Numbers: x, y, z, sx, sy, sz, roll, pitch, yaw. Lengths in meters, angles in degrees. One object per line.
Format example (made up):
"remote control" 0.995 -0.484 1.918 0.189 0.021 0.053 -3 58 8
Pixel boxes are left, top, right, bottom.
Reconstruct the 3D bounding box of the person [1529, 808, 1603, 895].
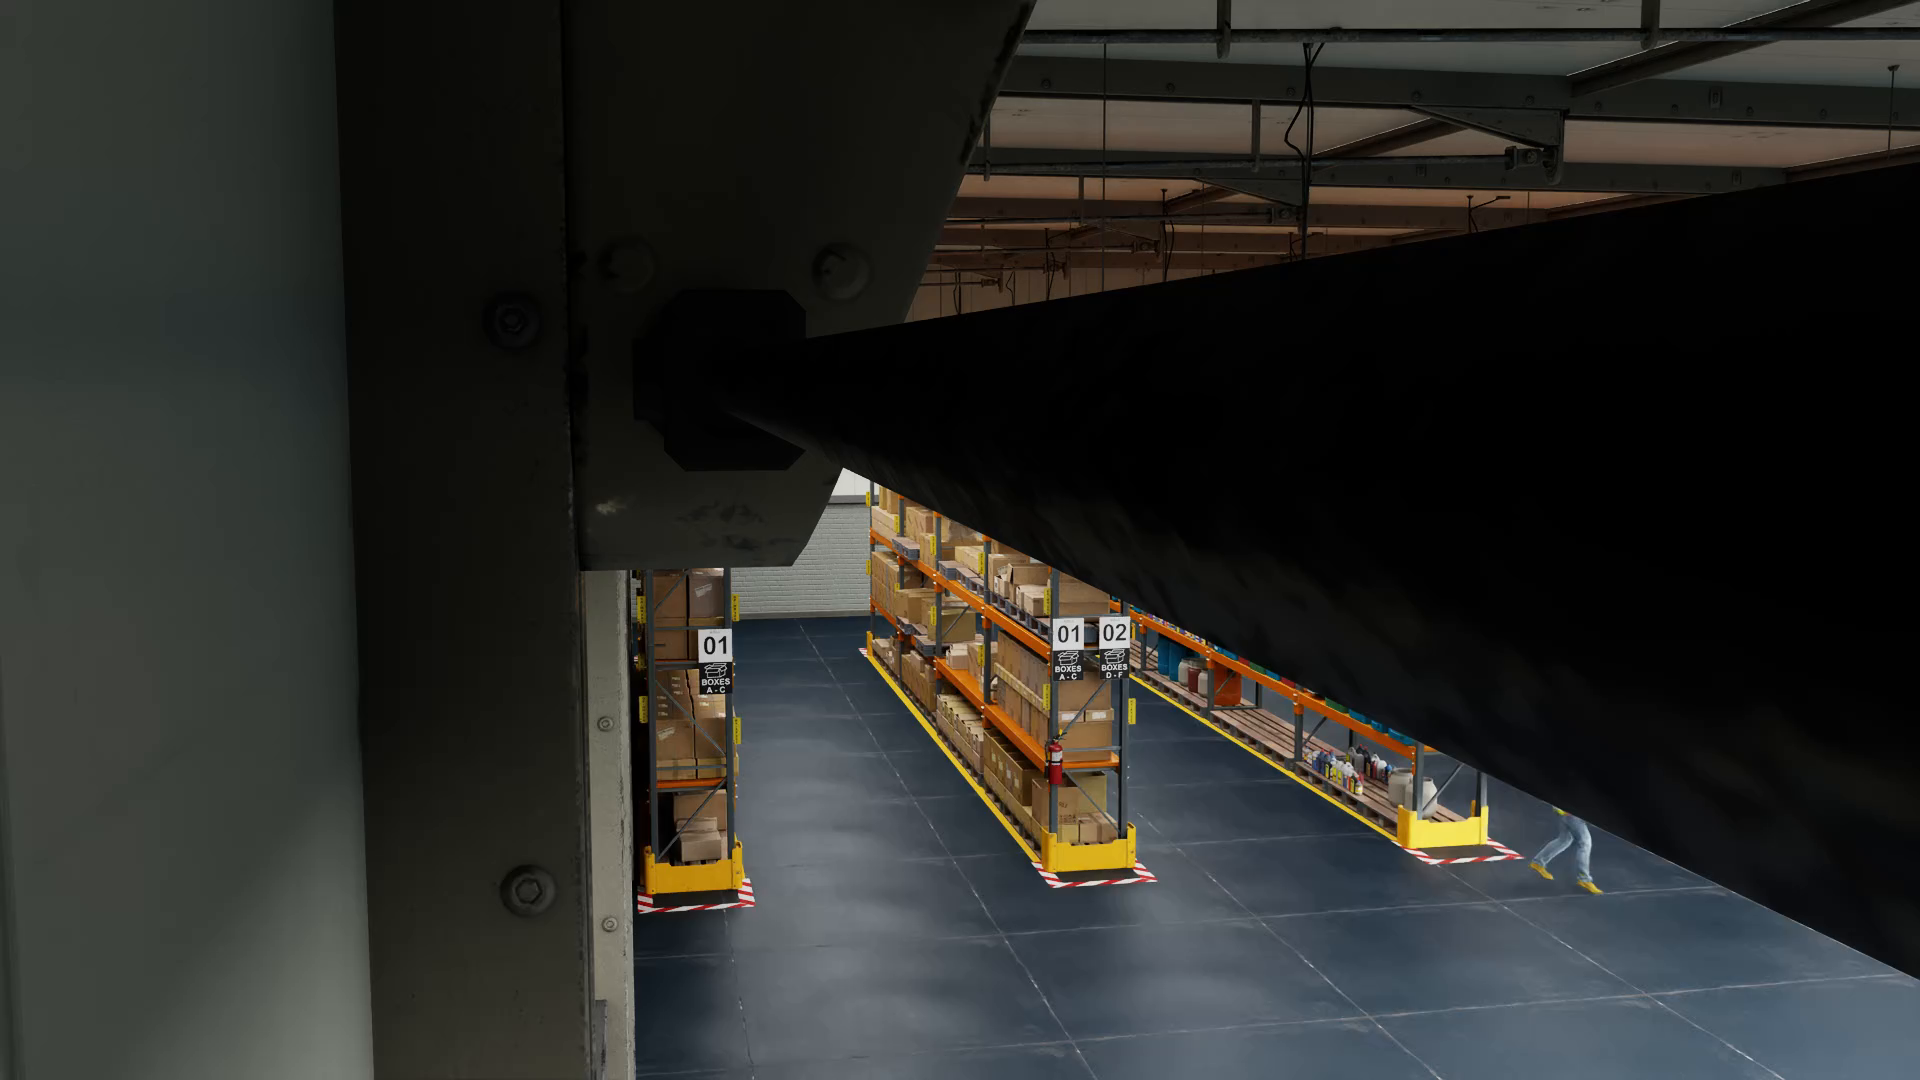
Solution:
"person" 7.408 3.335 20.220 0.862 1.809 0.715 3 7 26
